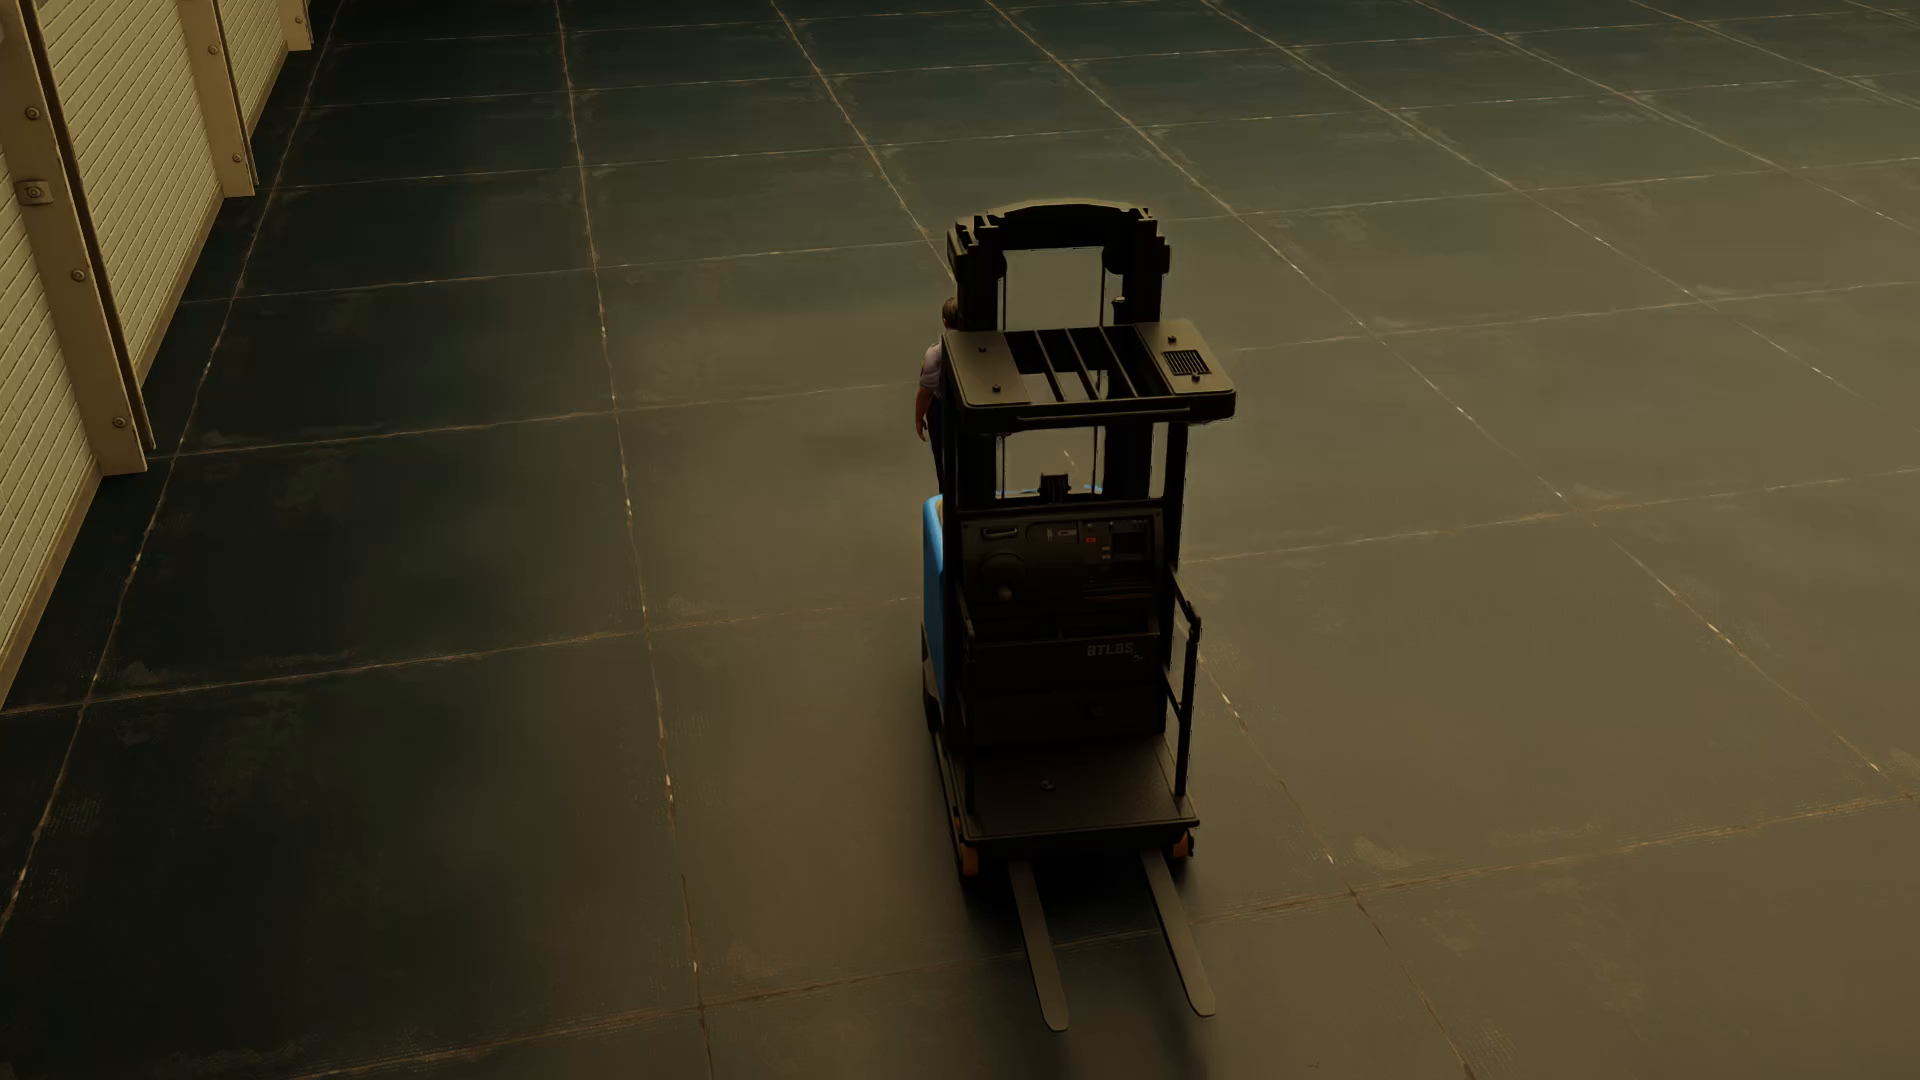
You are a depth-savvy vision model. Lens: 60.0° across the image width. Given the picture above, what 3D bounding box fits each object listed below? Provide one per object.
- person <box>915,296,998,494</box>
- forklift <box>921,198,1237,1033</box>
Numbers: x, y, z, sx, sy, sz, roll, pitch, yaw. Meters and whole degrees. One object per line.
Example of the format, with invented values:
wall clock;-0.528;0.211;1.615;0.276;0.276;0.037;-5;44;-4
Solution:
person;0.001;-0.765;10.164;0.598;1.651;0.502;-7;31;-12
forklift;0.498;0.119;7.369;1.130;2.935;3.031;-4;30;-7
